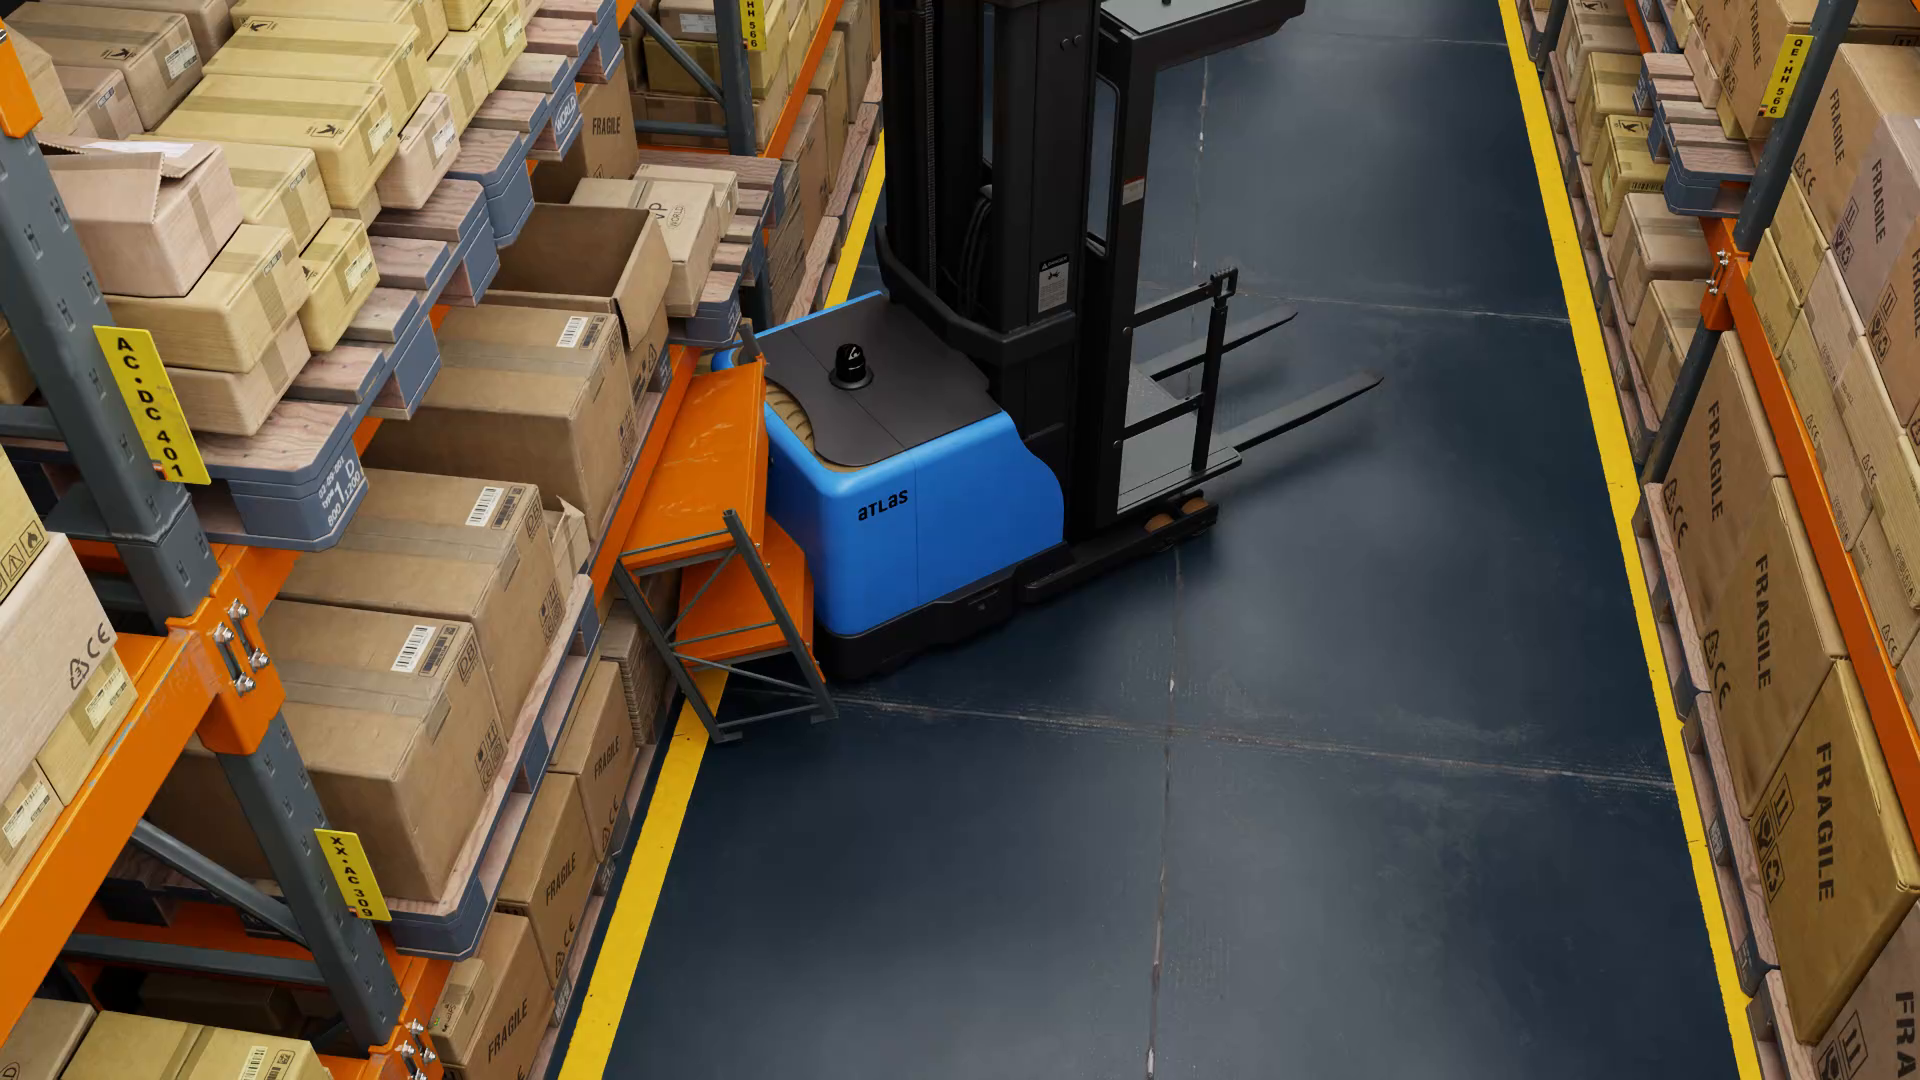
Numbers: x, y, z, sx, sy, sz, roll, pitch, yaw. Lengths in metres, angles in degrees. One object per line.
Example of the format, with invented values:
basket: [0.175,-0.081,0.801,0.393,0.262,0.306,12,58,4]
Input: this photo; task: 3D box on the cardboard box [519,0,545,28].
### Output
cardboard box: [-1.270,-1.391,4.182,0.380,0.149,0.250,6,44,6]

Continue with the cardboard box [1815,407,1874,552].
cardboard box: [3.128,-0.190,5.401,0.500,0.250,0.500,7,44,7]

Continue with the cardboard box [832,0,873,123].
cardboard box: [-0.992,-2.844,9.516,0.875,0.625,0.625,5,44,5]

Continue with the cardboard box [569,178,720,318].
cardboard box: [-1.171,-1.062,6.016,0.500,0.250,0.500,3,44,4]

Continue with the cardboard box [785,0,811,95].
cardboard box: [-0.980,-2.281,7.608,0.500,0.250,0.500,4,44,5]

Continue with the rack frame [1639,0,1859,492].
rack frame: [3.568,-1.264,6.425,1.000,3.000,0.127,5,44,6]

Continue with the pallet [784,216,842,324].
pallet: [-1.205,-1.258,8.447,1.003,0.211,1.213,5,44,6]

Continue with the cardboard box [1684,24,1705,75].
cardboard box: [3.372,-2.106,7.192,0.380,0.149,0.250,3,44,4]

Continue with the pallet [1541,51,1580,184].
pallet: [3.995,-2.447,9.703,1.003,0.211,1.213,5,44,6]

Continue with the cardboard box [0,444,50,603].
cardboard box: [-1.710,0.055,2.380,0.500,0.250,0.500,5,44,6]

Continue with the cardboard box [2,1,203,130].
cardboard box: [-1.878,-1.022,3.576,0.380,0.149,0.250,6,44,7]

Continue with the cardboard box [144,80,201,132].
cardboard box: [-1.902,-0.923,3.688,0.380,0.149,0.250,4,44,4]

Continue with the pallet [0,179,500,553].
pallet: [-1.726,-0.446,3.516,1.213,0.211,1.003,5,44,6]

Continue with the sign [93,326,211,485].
sign: [-1.343,-0.219,2.764,0.100,0.325,0.005,5,44,6]

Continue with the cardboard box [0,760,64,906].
cardboard box: [-1.672,0.454,2.612,0.380,0.149,0.250,5,44,5]

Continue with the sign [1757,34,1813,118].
sign: [3.029,-1.698,6.100,0.100,0.325,0.005,5,44,6]

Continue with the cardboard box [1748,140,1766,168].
cardboard box: [3.378,-1.570,6.626,0.380,0.149,0.250,7,44,7]

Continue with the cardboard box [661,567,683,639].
cardboard box: [-1.339,0.047,6.553,0.500,0.500,0.500,7,44,7]

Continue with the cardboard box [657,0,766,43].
cardboard box: [-1.019,-2.175,6.843,0.380,0.149,0.250,6,44,7]

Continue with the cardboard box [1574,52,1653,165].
cardboard box: [3.938,-2.340,9.168,0.950,0.372,0.625,8,44,8]

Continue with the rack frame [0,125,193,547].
rack frame: [-1.882,-1.165,1.957,1.000,3.000,0.127,5,44,6]

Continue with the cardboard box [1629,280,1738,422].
cardboard box: [3.652,-0.846,7.590,0.950,0.372,0.625,3,43,3]

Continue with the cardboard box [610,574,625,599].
cardboard box: [-1.370,0.068,6.060,0.380,0.149,0.250,3,44,4]

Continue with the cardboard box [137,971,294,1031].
cardboard box: [-2.119,1.256,4.805,0.380,0.149,0.250,4,44,4]

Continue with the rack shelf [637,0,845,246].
rack shelf: [-1.088,-2.814,8.586,1.077,0.370,4.000,5,44,6]

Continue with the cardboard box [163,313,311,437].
cardboard box: [-1.448,-0.341,3.073,0.380,0.149,0.250,6,44,6]

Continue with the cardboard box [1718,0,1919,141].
cardboard box: [3.352,-1.896,6.498,0.500,0.500,0.500,4,44,4]

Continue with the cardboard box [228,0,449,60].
cardboard box: [-1.384,-1.160,3.722,0.380,0.149,0.250,6,44,6]

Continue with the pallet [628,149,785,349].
pallet: [-1.373,-1.175,6.471,1.213,0.211,1.003,5,44,6]

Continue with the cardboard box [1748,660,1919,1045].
cardboard box: [3.153,1.035,5.237,0.875,0.875,0.875,6,44,7]

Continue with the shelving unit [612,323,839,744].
shelving unit: [-0.871,-0.019,6.341,0.538,1.125,1.048,-13,44,9]

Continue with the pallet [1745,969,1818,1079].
pallet: [3.066,1.942,5.068,1.003,0.211,1.213,5,44,6]

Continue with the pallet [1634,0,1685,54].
pallet: [3.789,-2.547,7.920,1.003,0.211,1.213,5,44,6]

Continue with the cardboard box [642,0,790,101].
cardboard box: [-1.027,-2.118,7.072,0.500,0.250,0.500,5,44,5]

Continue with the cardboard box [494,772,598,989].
cardboard box: [-1.534,1.096,5.446,0.500,0.500,0.500,5,44,5]

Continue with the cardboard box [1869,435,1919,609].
cardboard box: [3.028,-0.033,4.871,0.500,0.250,0.500,6,44,6]

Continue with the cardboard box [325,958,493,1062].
cardboard box: [-1.570,1.313,4.745,0.380,0.149,0.250,7,44,7]

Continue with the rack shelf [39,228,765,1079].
rack shelf: [-1.617,-0.088,5.707,1.077,0.370,4.000,5,44,6]

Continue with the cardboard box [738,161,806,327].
cardboard box: [-1.257,-1.427,8.019,0.875,0.625,0.625,7,44,7]

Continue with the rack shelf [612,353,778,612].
rack shelf: [-0.947,-0.217,6.139,0.538,0.278,1.000,-13,44,9]

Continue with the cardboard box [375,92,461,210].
cardboard box: [-1.325,-0.860,3.622,0.380,0.149,0.250,6,44,6]

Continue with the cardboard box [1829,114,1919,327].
cardboard box: [3.204,-1.010,5.358,0.500,0.500,0.500,5,44,6]

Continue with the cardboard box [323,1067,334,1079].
cardboard box: [-1.673,1.345,3.853,0.380,0.149,0.250,6,44,6]

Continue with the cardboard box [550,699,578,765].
cardboard box: [-1.495,0.586,5.512,0.380,0.149,0.250,5,44,5]

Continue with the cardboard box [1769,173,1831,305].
cardboard box: [3.256,-1.068,5.964,0.500,0.250,0.500,5,44,5]

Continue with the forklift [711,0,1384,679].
forklift: [0.526,-1.296,6.509,3.031,2.935,1.130,-24,48,-23]

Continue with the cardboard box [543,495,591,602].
cardboard box: [-1.318,-0.002,4.885,0.396,0.266,0.258,7,44,8]

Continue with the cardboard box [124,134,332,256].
cardboard box: [-1.443,-0.633,3.166,0.380,0.149,0.250,6,44,6]

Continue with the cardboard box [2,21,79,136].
cardboard box: [-1.907,-0.830,3.072,0.396,0.266,0.258,5,44,6]
